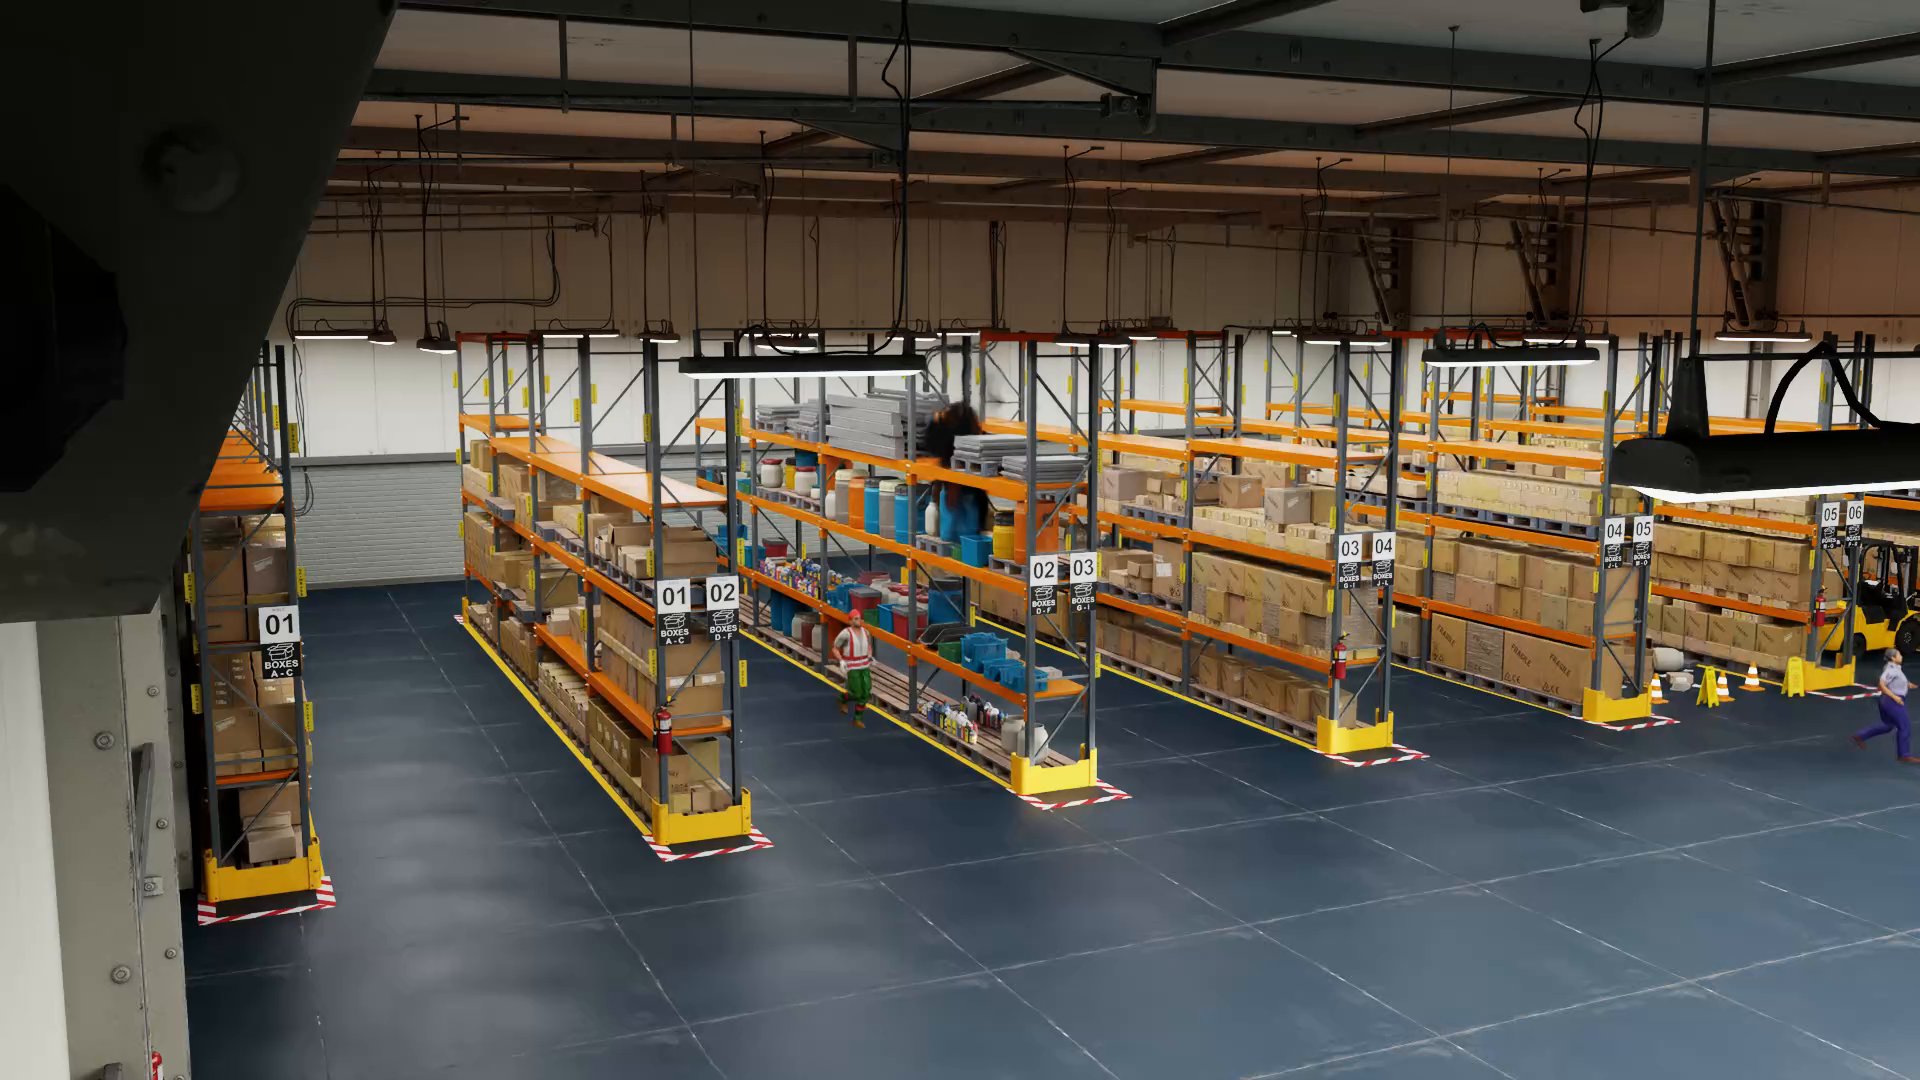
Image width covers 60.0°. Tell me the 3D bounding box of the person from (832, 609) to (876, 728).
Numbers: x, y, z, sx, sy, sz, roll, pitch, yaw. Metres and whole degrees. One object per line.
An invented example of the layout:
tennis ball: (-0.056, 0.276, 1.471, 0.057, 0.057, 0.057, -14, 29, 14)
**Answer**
person: (-1.541, 1.884, 24.518, 0.657, 1.754, 0.605, -6, 9, -35)

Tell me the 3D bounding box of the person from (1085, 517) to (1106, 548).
person: (3.494, -0.177, 41.876, 0.740, 1.839, 0.696, -4, 9, -28)

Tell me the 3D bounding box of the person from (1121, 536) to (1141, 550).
person: (4.220, -0.172, 41.946, 0.950, 1.703, 0.729, 4, 8, 25)

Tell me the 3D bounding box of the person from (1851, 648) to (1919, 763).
person: (13.254, 2.339, 23.710, 0.878, 1.612, 0.619, 3, 8, 20)
